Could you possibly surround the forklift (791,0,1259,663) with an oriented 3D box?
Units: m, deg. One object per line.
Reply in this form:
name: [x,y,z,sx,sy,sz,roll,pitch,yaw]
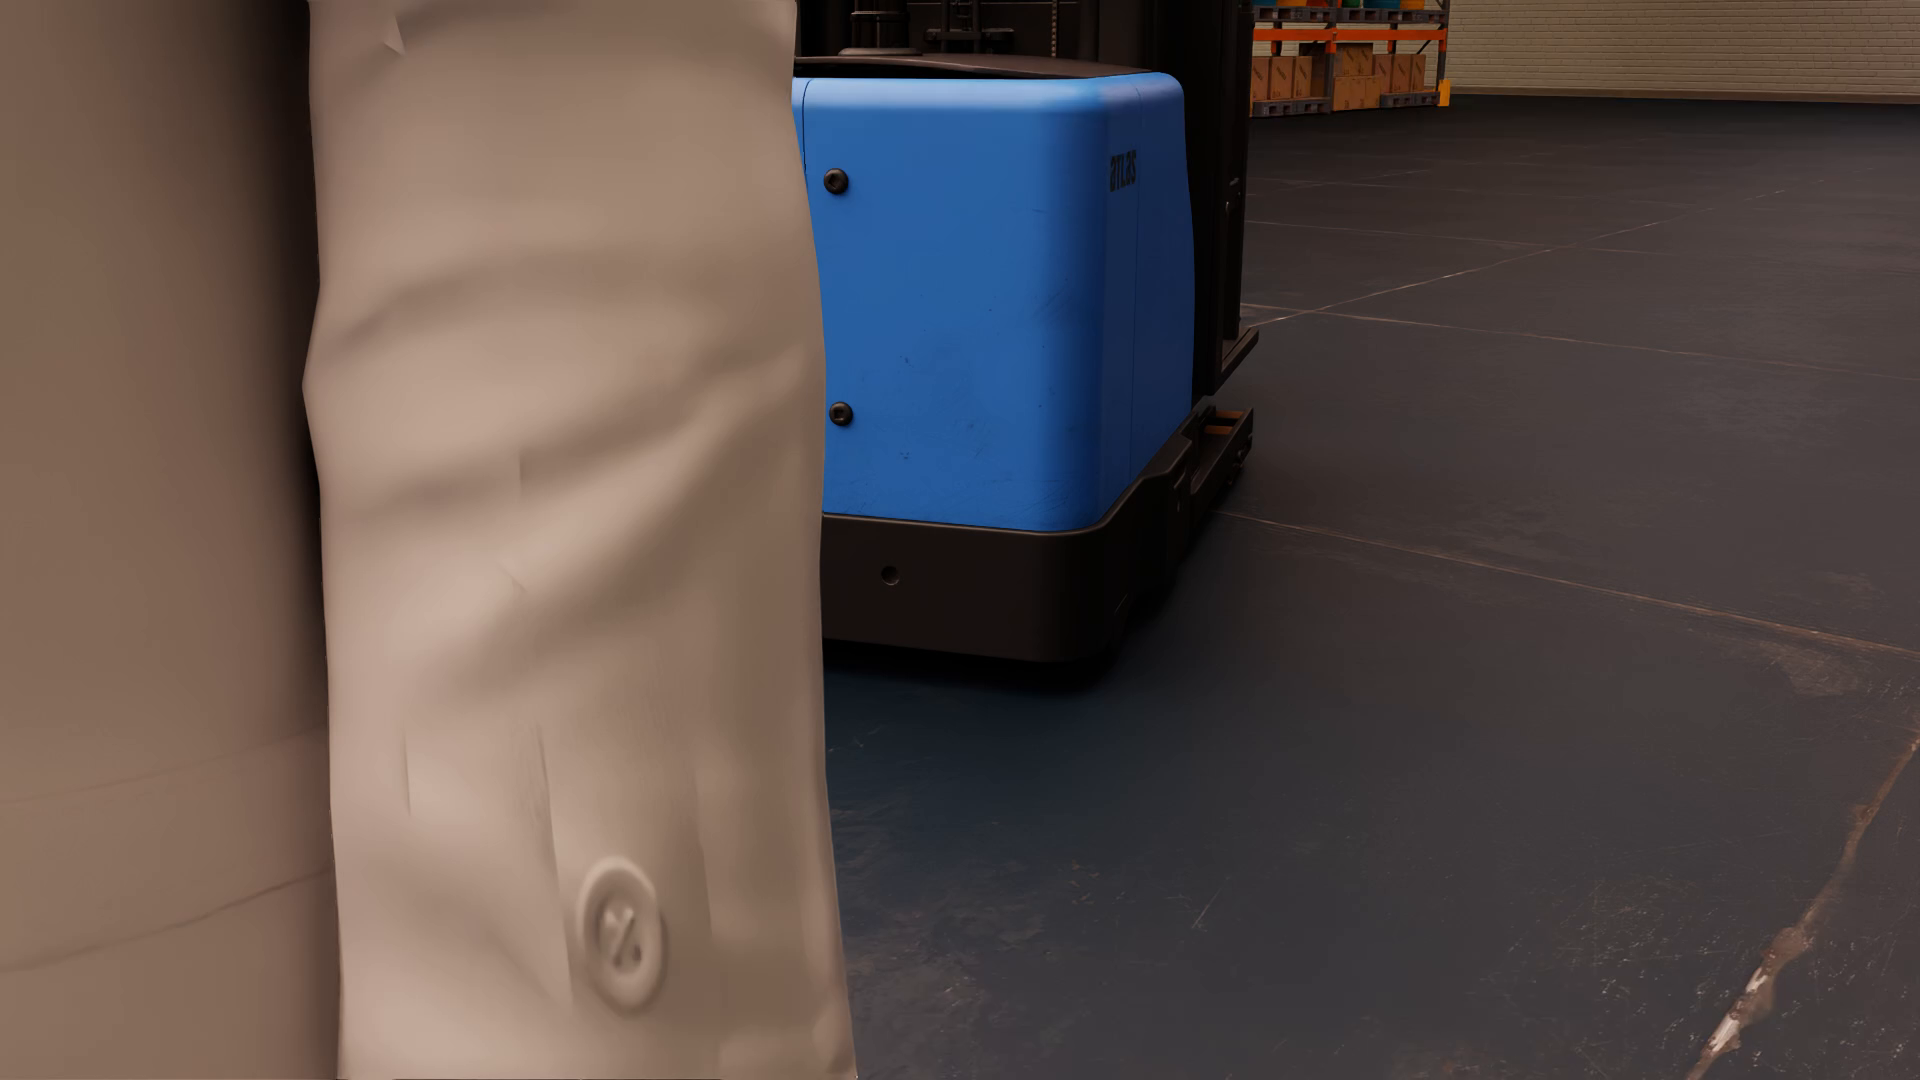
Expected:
forklift: [0.182,-1.571,4.072,1.130,2.935,3.031,5,18,17]
